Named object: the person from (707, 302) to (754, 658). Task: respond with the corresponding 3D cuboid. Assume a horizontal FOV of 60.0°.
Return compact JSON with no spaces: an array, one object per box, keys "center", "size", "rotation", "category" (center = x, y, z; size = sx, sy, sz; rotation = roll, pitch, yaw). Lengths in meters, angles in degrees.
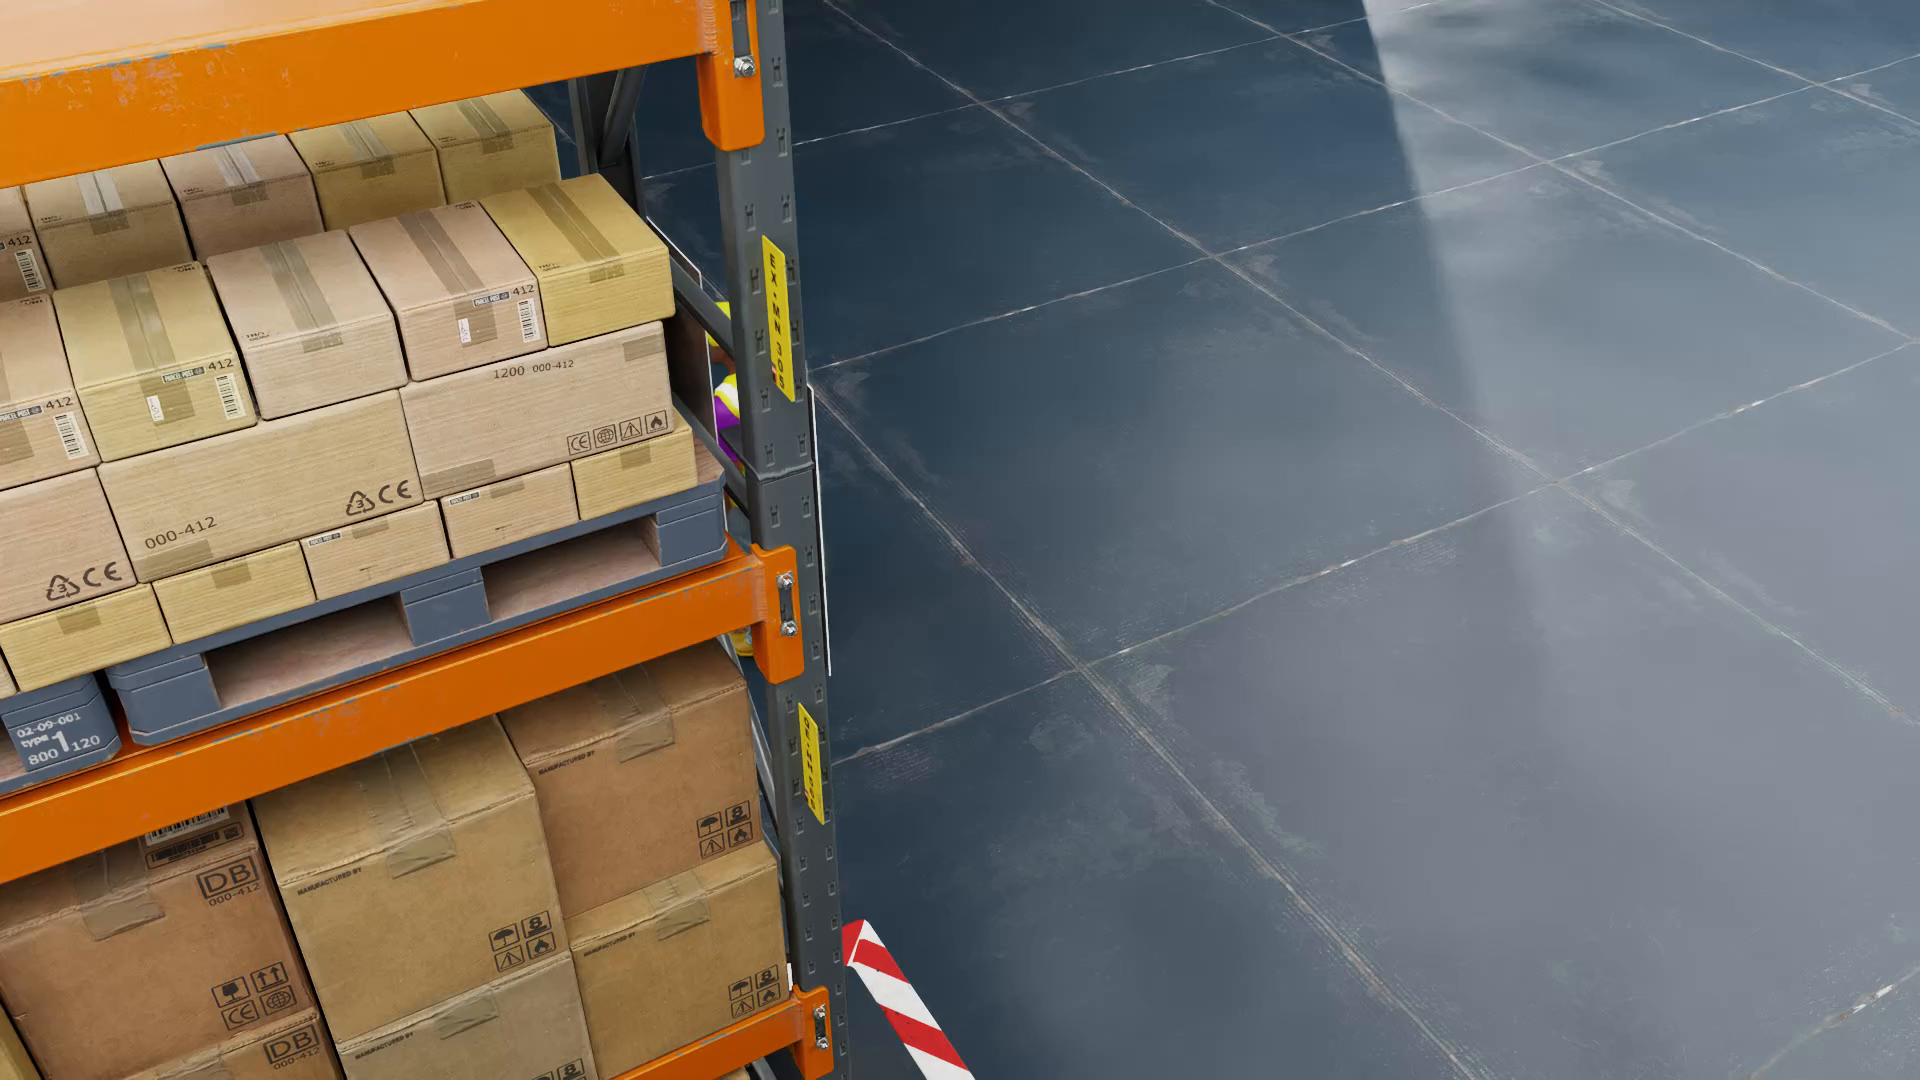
[{"center":[-0.891,-0.246,7.245],"size":[0.461,1.759,0.619],"rotation":[17,40,22],"category":"person"}]
